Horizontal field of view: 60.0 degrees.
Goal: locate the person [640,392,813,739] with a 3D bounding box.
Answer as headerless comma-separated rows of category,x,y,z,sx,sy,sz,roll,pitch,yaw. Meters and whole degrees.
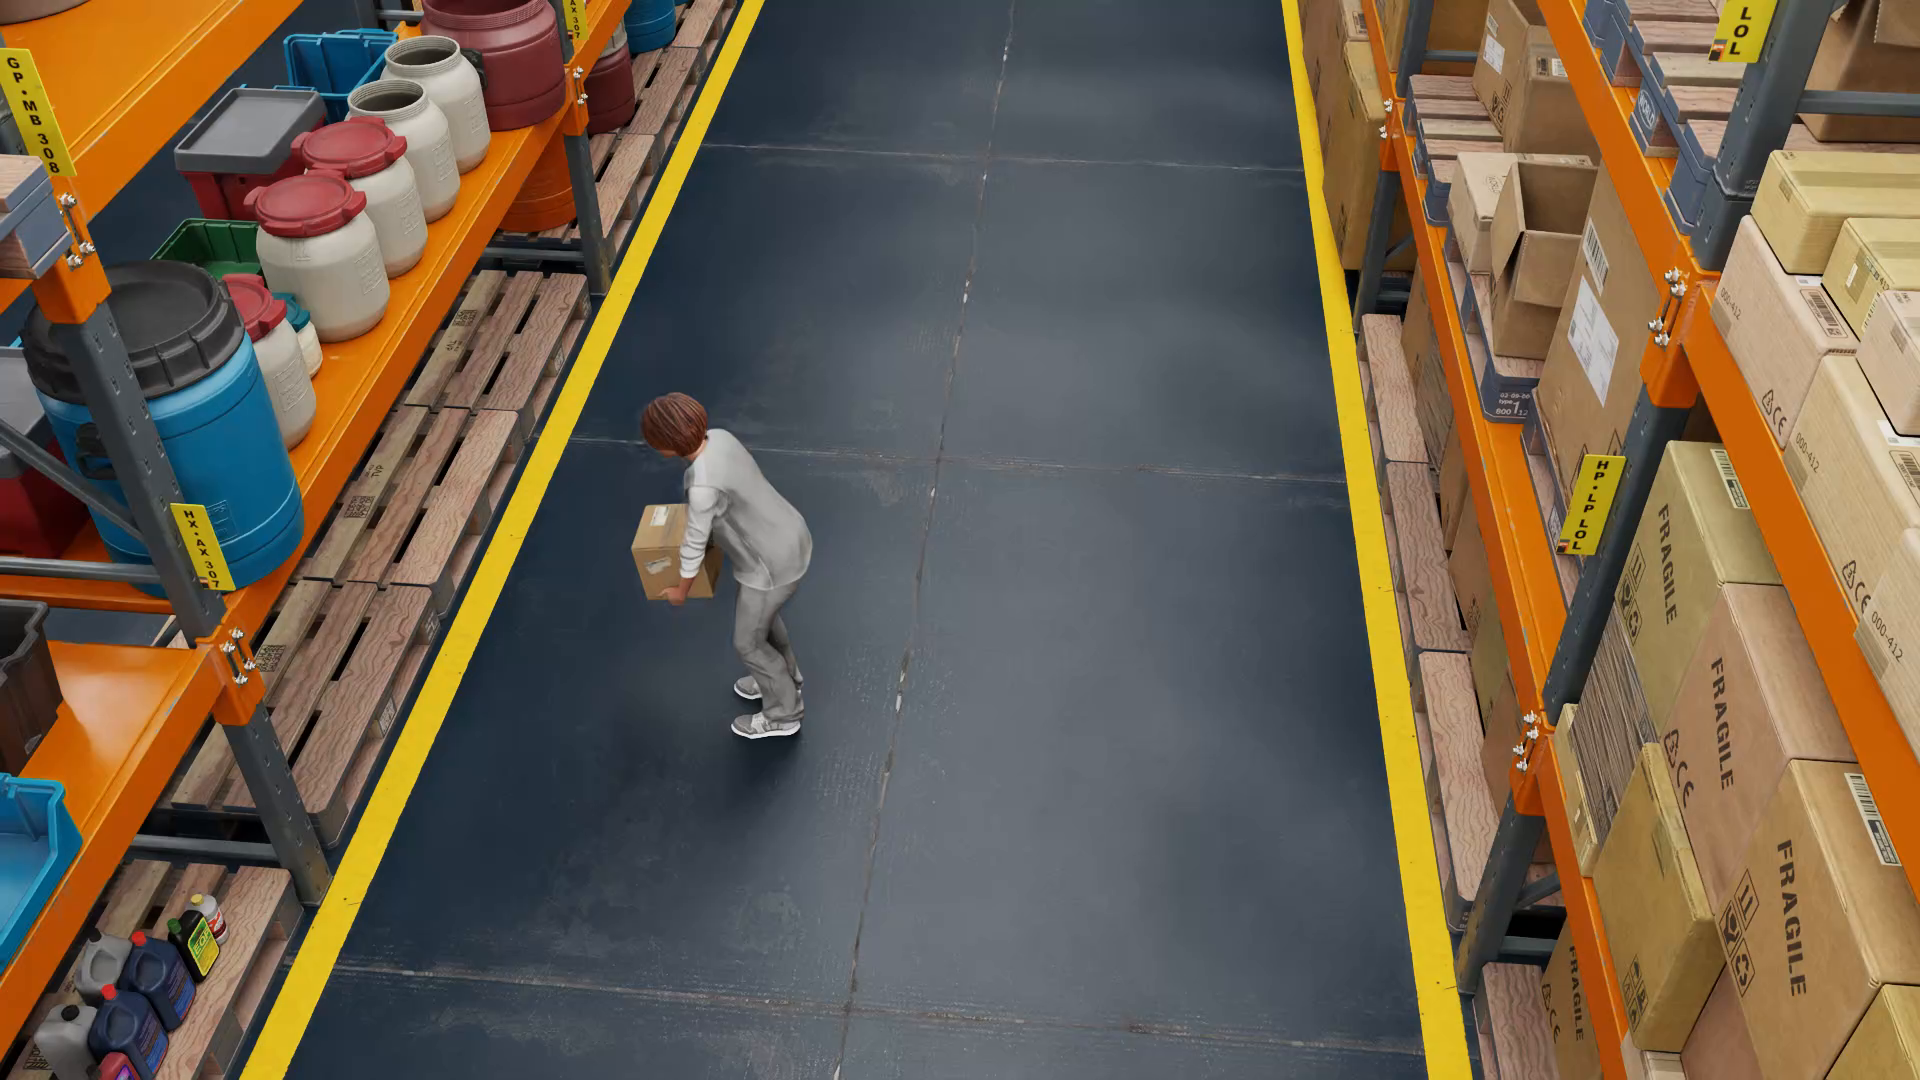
person,-0.817,0.104,6.115,0.558,1.510,0.372,3,41,3
